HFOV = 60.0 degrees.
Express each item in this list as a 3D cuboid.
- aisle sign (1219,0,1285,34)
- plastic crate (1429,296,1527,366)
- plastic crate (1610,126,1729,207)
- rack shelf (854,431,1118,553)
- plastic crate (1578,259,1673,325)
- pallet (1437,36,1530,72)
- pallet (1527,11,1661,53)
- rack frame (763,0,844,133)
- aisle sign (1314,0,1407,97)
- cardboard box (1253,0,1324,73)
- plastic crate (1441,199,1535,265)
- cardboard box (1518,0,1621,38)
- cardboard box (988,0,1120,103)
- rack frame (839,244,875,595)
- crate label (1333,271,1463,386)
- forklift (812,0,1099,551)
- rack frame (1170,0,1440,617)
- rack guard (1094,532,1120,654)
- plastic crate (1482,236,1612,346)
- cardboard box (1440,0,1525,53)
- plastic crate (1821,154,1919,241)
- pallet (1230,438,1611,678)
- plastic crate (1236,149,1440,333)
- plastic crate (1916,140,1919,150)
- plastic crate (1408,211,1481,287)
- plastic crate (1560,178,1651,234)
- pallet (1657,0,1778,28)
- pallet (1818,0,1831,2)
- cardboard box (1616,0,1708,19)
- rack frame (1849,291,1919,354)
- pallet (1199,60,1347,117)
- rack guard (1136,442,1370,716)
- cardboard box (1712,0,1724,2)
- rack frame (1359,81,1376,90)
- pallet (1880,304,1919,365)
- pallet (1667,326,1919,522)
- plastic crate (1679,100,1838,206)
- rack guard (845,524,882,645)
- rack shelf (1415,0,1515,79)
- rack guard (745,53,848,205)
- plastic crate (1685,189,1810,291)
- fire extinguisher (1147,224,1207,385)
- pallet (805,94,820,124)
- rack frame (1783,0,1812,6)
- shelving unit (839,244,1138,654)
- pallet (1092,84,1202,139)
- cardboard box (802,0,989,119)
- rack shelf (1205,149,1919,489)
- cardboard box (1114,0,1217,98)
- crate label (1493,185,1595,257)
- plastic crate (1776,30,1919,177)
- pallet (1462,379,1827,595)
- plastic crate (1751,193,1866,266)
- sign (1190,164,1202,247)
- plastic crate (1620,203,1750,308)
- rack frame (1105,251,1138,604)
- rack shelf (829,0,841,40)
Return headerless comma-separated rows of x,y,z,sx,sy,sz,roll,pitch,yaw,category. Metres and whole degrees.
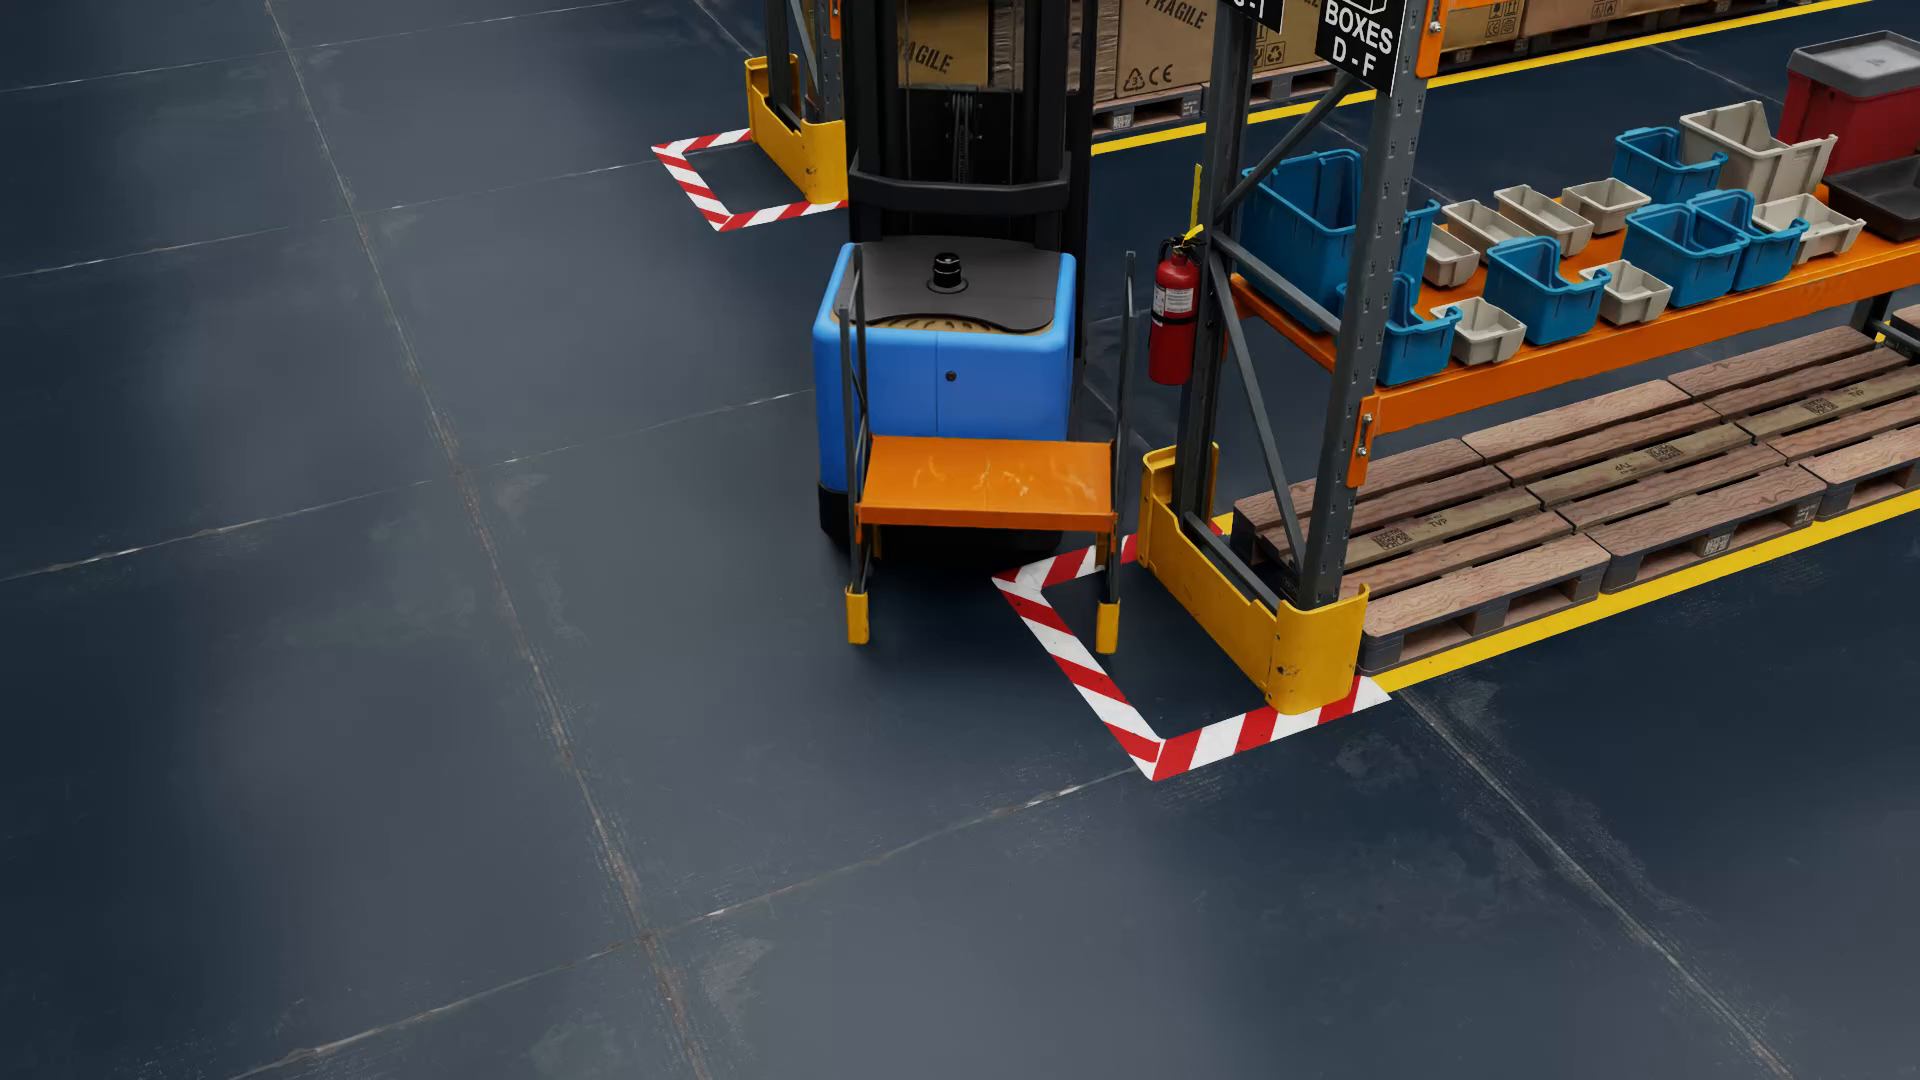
0.964,-2.077,5.351,0.004,0.787,0.394,-16,39,-20,aisle sign
1.843,-0.733,5.891,0.298,0.136,0.250,-16,39,-20,plastic crate
2.904,-1.508,6.856,0.300,0.233,0.416,-16,39,-20,plastic crate
0.112,-0.195,6.555,1.000,0.185,0.538,2,37,3,rack shelf
2.457,-0.905,6.123,0.298,0.136,0.250,-16,39,-20,plastic crate
3.337,-3.693,12.052,1.213,0.211,1.003,-16,39,-20,pallet
4.443,-4.004,12.471,1.213,0.211,1.003,-16,39,-20,pallet
-0.951,-3.564,9.538,0.127,3.000,1.000,-16,39,-20,rack frame
1.215,-1.759,4.922,0.004,0.787,0.394,-16,39,-20,aisle sign
2.039,-3.768,11.244,0.875,0.875,0.875,-16,39,-20,cardboard box
2.083,-1.181,6.496,0.243,0.136,0.396,-16,39,-20,plastic crate
4.050,-4.292,11.949,0.875,0.875,1.225,-17,40,-21,cardboard box
0.418,-3.315,10.633,0.875,0.875,0.875,-16,39,-20,cardboard box
-0.396,-0.357,6.473,0.032,1.500,0.500,2,37,3,rack frame
1.517,-0.735,5.813,0.303,0.233,0.416,-16,39,-20,crate label
0.065,-1.996,7.480,1.130,2.935,3.031,4,37,5,forklift
1.154,-0.893,5.937,0.127,3.000,1.000,-16,39,-20,rack frame
0.600,0.180,6.797,0.087,0.250,0.587,2,37,3,rack guard
2.113,-0.902,6.038,0.300,0.233,0.416,-16,39,-20,plastic crate
3.241,-4.065,11.644,0.875,0.875,1.225,-15,39,-20,cardboard box
3.876,-1.391,6.788,0.590,0.125,0.437,-16,39,-20,plastic crate
1.917,0.039,7.021,1.213,0.211,1.003,-16,39,-20,pallet
1.377,-1.117,6.158,0.499,0.435,0.616,-16,39,-20,plastic crate
4.293,-1.783,7.307,0.243,0.136,0.396,-16,39,-20,plastic crate
1.815,-1.116,6.407,0.243,0.136,0.396,-16,39,-20,plastic crate
2.585,-1.350,6.723,0.250,0.136,0.298,-16,39,-20,plastic crate
5.546,-4.310,12.884,1.213,0.211,1.003,-16,39,-20,pallet
6.999,-4.666,13.364,1.213,0.211,1.003,-16,39,-20,pallet
4.847,-4.520,12.257,0.875,0.875,1.225,-15,39,-20,cardboard box
4.775,-1.906,7.302,0.127,3.000,1.000,-16,39,-20,rack frame
1.949,-3.307,11.531,1.213,0.211,1.003,-16,39,-20,pallet
1.137,0.124,6.664,0.348,0.500,1.175,-16,39,-20,rack guard
5.658,-4.741,12.555,0.875,0.875,1.225,-17,40,-22,cardboard box
2.670,-4.577,10.903,0.127,3.000,1.000,-16,39,-20,rack frame
5.491,-0.959,8.365,1.213,0.211,1.003,-16,39,-20,pallet
4.126,-0.579,7.853,1.213,0.211,1.003,-16,39,-20,pallet
3.314,-1.595,6.932,0.530,0.282,0.437,-16,39,-20,plastic crate
-0.394,0.145,6.845,0.087,0.250,0.587,2,37,3,rack guard
2.964,-2.315,5.940,4.000,0.370,1.077,-16,39,-20,rack shelf
-0.972,-2.554,10.274,0.348,0.500,1.175,-16,39,-20,rack guard
2.981,-1.144,6.365,0.300,0.233,0.416,-16,39,-20,plastic crate
0.824,-0.919,6.350,0.183,0.674,0.296,-16,39,-20,fire extinguisher
-0.260,-2.689,10.698,1.213,0.211,1.003,-16,39,-20,pallet
6.291,-5.589,12.268,0.127,3.000,1.000,-16,39,-20,rack frame
0.103,-0.339,6.449,1.083,1.500,0.587,2,37,3,shelving unit
0.843,-2.995,11.111,1.213,0.211,1.003,-16,39,-20,pallet
-0.405,-3.085,10.322,0.875,0.875,0.875,-16,39,-20,cardboard box
2.964,-1.111,6.833,4.000,0.370,1.077,-16,39,-20,rack shelf
1.224,-3.540,10.936,0.875,0.875,0.875,-16,39,-20,cardboard box
2.325,-1.265,6.608,0.243,0.136,0.396,-16,39,-20,crate label
3.860,-1.865,7.142,0.583,0.464,0.402,-16,39,-20,plastic crate
3.020,-0.268,7.434,1.213,0.211,1.003,-16,39,-20,pallet
3.326,-1.221,6.549,0.466,0.136,0.293,-16,39,-20,plastic crate
0.905,-1.251,6.282,0.005,0.325,0.100,-16,39,-20,sign
2.709,-1.068,6.263,0.300,0.233,0.416,-16,39,-20,plastic crate
0.619,-0.321,6.423,0.032,1.500,0.500,2,37,3,rack frame
0.860,-3.782,10.435,4.000,0.370,1.077,-16,39,-20,rack shelf
